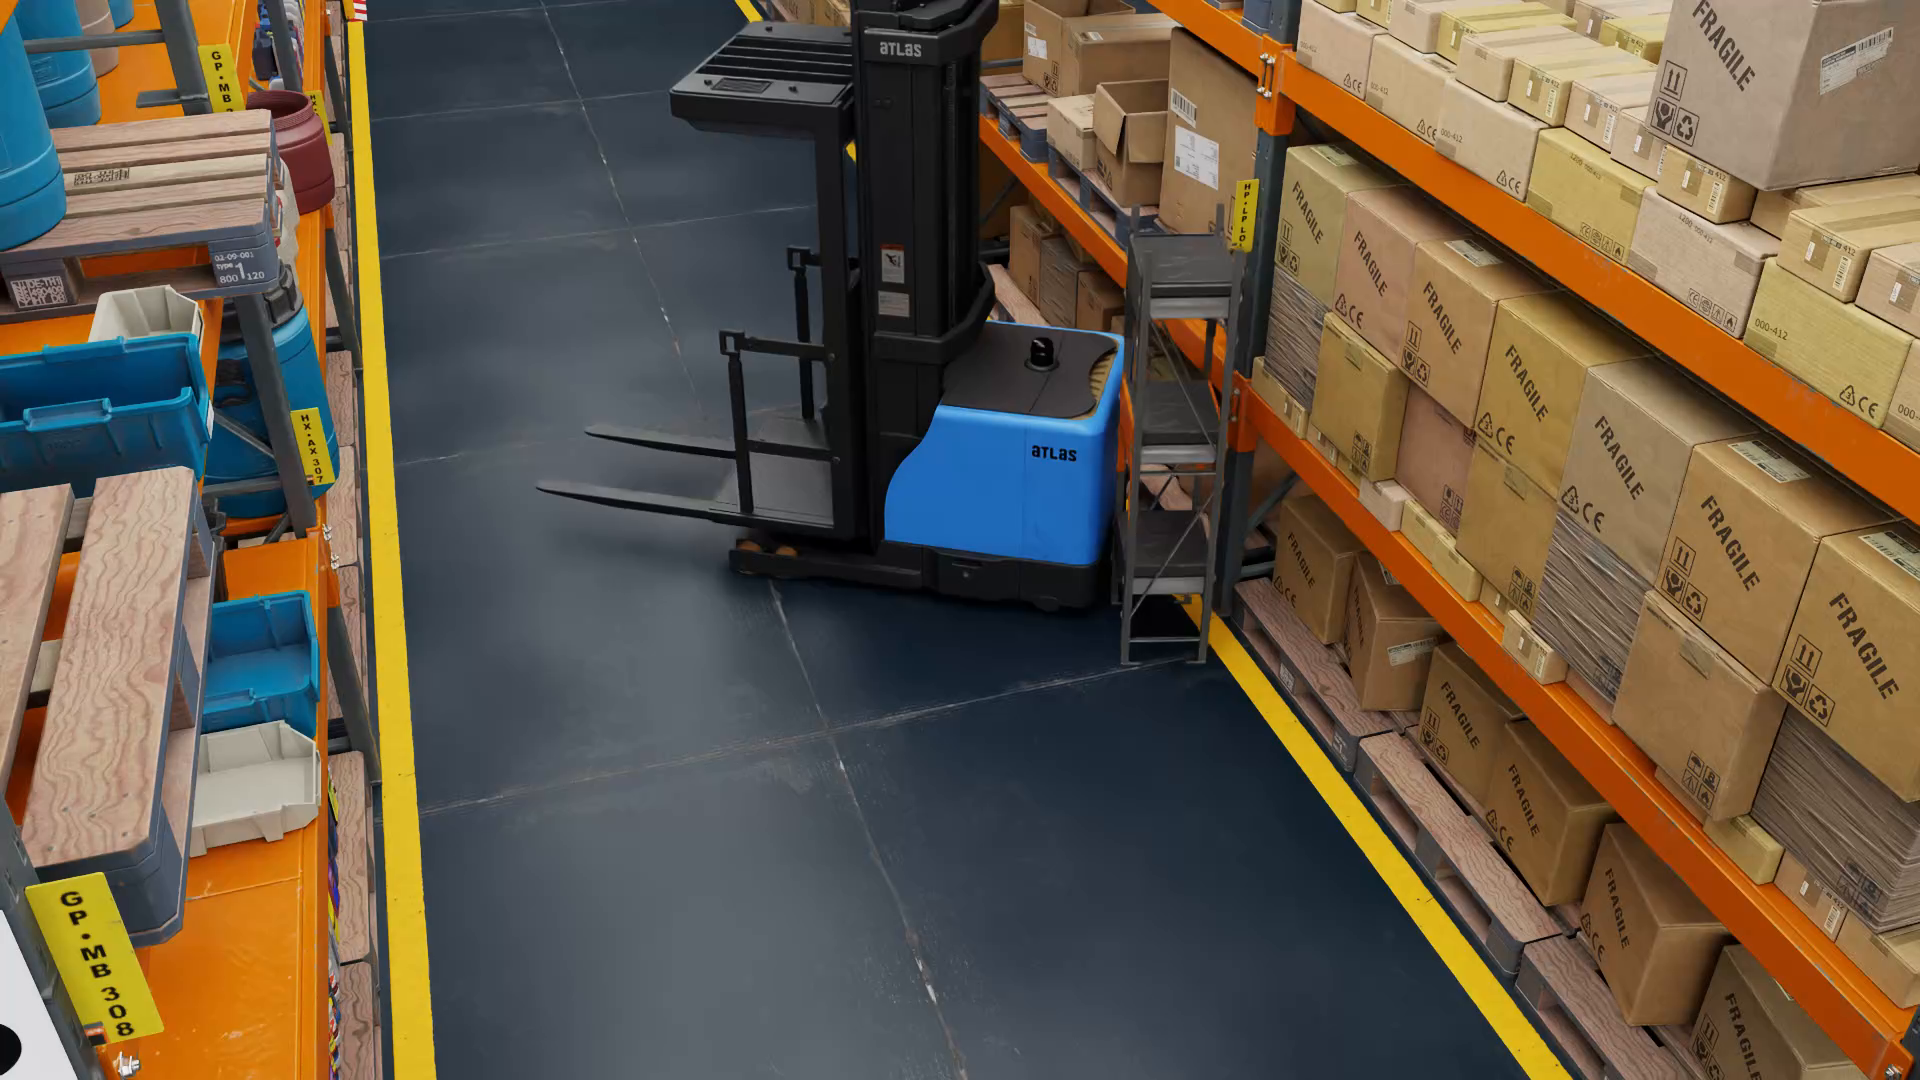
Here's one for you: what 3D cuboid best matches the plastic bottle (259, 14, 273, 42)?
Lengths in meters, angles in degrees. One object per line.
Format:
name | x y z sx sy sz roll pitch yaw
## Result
plastic bottle | -4.731 -3.463 11.387 0.097 0.271 0.097 0 33 0

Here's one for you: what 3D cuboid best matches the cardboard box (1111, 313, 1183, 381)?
cardboard box | 1.269 -0.996 9.405 0.700 0.500 0.500 -13 36 -19

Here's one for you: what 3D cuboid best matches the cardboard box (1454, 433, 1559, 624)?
cardboard box | 2.294 -0.118 5.847 0.875 0.500 0.500 -10 35 -15

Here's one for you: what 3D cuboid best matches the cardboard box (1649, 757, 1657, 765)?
cardboard box | 2.372 0.582 5.376 0.380 0.149 0.250 -10 35 -15

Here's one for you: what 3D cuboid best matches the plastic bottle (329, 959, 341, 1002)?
plastic bottle | -2.246 1.538 5.841 0.097 0.201 0.097 0 33 0

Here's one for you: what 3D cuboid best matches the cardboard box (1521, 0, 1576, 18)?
cardboard box | 2.262 -1.942 6.022 0.380 0.149 0.250 -12 35 -17

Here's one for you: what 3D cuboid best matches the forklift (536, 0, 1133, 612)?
forklift | -0.690 -1.297 8.054 3.031 2.935 1.130 8 34 11

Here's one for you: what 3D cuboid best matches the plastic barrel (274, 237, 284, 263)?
plastic barrel | -3.289 -1.130 7.616 0.433 0.535 0.433 0 33 0

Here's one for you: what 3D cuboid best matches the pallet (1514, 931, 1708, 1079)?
pallet | 2.717 1.809 5.821 1.003 0.211 1.213 -10 35 -15

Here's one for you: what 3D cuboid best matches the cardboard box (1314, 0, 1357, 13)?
cardboard box | 1.540 -2.115 6.283 0.380 0.149 0.250 -11 35 -16

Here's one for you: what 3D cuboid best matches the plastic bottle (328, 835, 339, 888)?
plastic bottle | -2.453 1.163 6.273 0.144 0.351 0.185 -12 35 -17

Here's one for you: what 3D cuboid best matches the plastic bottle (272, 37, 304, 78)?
plastic bottle | -4.450 -3.207 10.995 0.152 0.276 0.135 -10 35 -15

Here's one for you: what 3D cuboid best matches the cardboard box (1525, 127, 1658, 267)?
cardboard box | 2.104 -1.077 5.074 0.500 0.250 0.500 -11 35 -16

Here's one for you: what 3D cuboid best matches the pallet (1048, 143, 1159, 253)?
pallet | 1.157 -1.970 9.184 1.003 0.211 1.213 -10 35 -15

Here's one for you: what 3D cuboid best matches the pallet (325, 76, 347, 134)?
pallet | -5.684 -3.566 13.954 1.003 0.211 1.213 -10 35 -15

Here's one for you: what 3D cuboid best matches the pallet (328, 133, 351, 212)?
pallet | -5.227 -2.774 12.756 1.003 0.211 1.213 -10 35 -15

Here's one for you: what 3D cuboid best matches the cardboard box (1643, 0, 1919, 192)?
cardboard box | 2.241 -1.279 4.430 0.500 0.500 0.500 -10 35 -15

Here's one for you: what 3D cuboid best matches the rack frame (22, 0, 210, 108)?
rack frame | -2.982 -2.652 4.601 1.000 3.000 0.127 -10 35 -15

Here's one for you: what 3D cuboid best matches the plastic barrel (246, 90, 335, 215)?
plastic barrel | -3.772 -2.113 9.104 0.600 0.536 0.708 -10 35 -15

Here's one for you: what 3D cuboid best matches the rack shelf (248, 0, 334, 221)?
rack shelf | -4.812 -2.999 11.220 1.077 0.370 4.000 -10 35 -15

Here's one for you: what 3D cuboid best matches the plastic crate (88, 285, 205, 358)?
plastic crate | -2.108 -0.516 4.328 0.243 0.136 0.396 -10 35 -15

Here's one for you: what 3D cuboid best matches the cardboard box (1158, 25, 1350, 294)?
cardboard box | 1.626 -1.848 7.901 1.000 1.000 1.000 -10 35 -14

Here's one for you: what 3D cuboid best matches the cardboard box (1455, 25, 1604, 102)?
cardboard box | 1.863 -1.564 5.450 0.380 0.149 0.250 -11 35 -16

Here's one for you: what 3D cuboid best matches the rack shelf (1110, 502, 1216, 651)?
rack shelf | 0.952 0.171 7.878 0.431 0.518 0.480 -1 33 -1

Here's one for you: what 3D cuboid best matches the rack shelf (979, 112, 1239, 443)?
rack shelf | 1.125 -1.732 9.303 1.077 0.370 4.000 -10 35 -15

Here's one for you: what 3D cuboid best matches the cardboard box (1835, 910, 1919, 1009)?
cardboard box | 2.671 1.108 4.580 0.380 0.149 0.250 -10 35 -15

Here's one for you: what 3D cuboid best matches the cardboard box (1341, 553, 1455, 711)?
cardboard box | 2.000 0.402 7.308 0.500 0.500 0.500 0 33 1

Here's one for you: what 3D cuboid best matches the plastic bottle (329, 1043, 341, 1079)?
plastic bottle | -2.123 1.721 5.500 0.097 0.271 0.097 0 33 0

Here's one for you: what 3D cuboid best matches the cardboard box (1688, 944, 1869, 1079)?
cardboard box | 2.780 1.655 5.411 0.500 0.500 0.500 -4 34 -6

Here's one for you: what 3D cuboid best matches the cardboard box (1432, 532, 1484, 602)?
cardboard box | 1.984 0.071 6.149 0.380 0.149 0.250 -10 35 -15

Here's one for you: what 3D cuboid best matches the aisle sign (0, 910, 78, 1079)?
aisle sign | -1.461 0.855 2.377 0.394 0.787 0.004 -10 35 -15

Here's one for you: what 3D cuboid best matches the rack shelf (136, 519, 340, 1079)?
rack shelf | -2.372 1.201 4.864 1.077 0.370 4.000 -10 35 -15

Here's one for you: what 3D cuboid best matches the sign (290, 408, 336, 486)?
sign | -2.455 -0.351 6.310 0.100 0.325 0.005 -10 35 -15

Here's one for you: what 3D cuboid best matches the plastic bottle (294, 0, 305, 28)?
plastic bottle | -4.774 -3.804 11.831 0.144 0.351 0.185 -10 35 -15

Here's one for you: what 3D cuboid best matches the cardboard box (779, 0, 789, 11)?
cardboard box | -1.377 -5.771 16.309 0.875 0.875 0.875 -10 35 -15

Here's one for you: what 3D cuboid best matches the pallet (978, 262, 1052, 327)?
pallet | 0.751 -1.508 10.841 1.003 0.211 1.213 -10 35 -15

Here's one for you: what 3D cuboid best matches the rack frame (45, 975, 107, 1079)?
rack frame | -1.762 1.951 3.077 1.000 3.000 0.127 -10 35 -15

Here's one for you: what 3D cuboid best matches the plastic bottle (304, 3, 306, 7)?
plastic bottle | -4.933 -4.058 12.350 0.097 0.201 0.097 0 33 0

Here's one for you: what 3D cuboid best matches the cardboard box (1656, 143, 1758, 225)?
cardboard box | 2.183 -1.015 4.619 0.380 0.149 0.250 -12 35 -17

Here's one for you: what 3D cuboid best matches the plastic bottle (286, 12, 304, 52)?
plastic bottle | -4.617 -3.496 11.432 0.152 0.276 0.135 -10 35 -15

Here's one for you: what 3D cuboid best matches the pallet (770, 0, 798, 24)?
pallet | -1.239 -5.073 16.236 1.003 0.211 1.213 -10 35 -15

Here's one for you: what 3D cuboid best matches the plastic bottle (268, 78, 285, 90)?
plastic bottle | -4.168 -2.722 10.261 0.152 0.276 0.135 -10 35 -15

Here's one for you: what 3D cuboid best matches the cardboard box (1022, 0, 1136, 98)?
cardboard box | 0.717 -3.022 10.131 0.500 0.500 0.500 -14 36 -21

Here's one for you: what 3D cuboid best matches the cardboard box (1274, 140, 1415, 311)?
cardboard box | 1.630 -1.286 6.708 0.500 0.500 0.500 -10 35 -15

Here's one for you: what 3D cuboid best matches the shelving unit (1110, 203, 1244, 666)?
shelving unit | 0.947 -0.424 7.484 0.431 2.100 0.503 -1 33 -1

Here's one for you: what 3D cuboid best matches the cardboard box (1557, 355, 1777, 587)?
cardboard box | 2.244 -0.237 5.120 0.500 0.500 0.500 -10 35 -15

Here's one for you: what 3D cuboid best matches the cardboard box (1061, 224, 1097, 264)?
cardboard box | 0.919 -1.912 10.111 0.500 0.250 0.500 -6 34 -9

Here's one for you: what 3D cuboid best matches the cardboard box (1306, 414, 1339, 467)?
cardboard box | 1.680 -0.454 6.944 0.380 0.149 0.250 -10 35 -15
